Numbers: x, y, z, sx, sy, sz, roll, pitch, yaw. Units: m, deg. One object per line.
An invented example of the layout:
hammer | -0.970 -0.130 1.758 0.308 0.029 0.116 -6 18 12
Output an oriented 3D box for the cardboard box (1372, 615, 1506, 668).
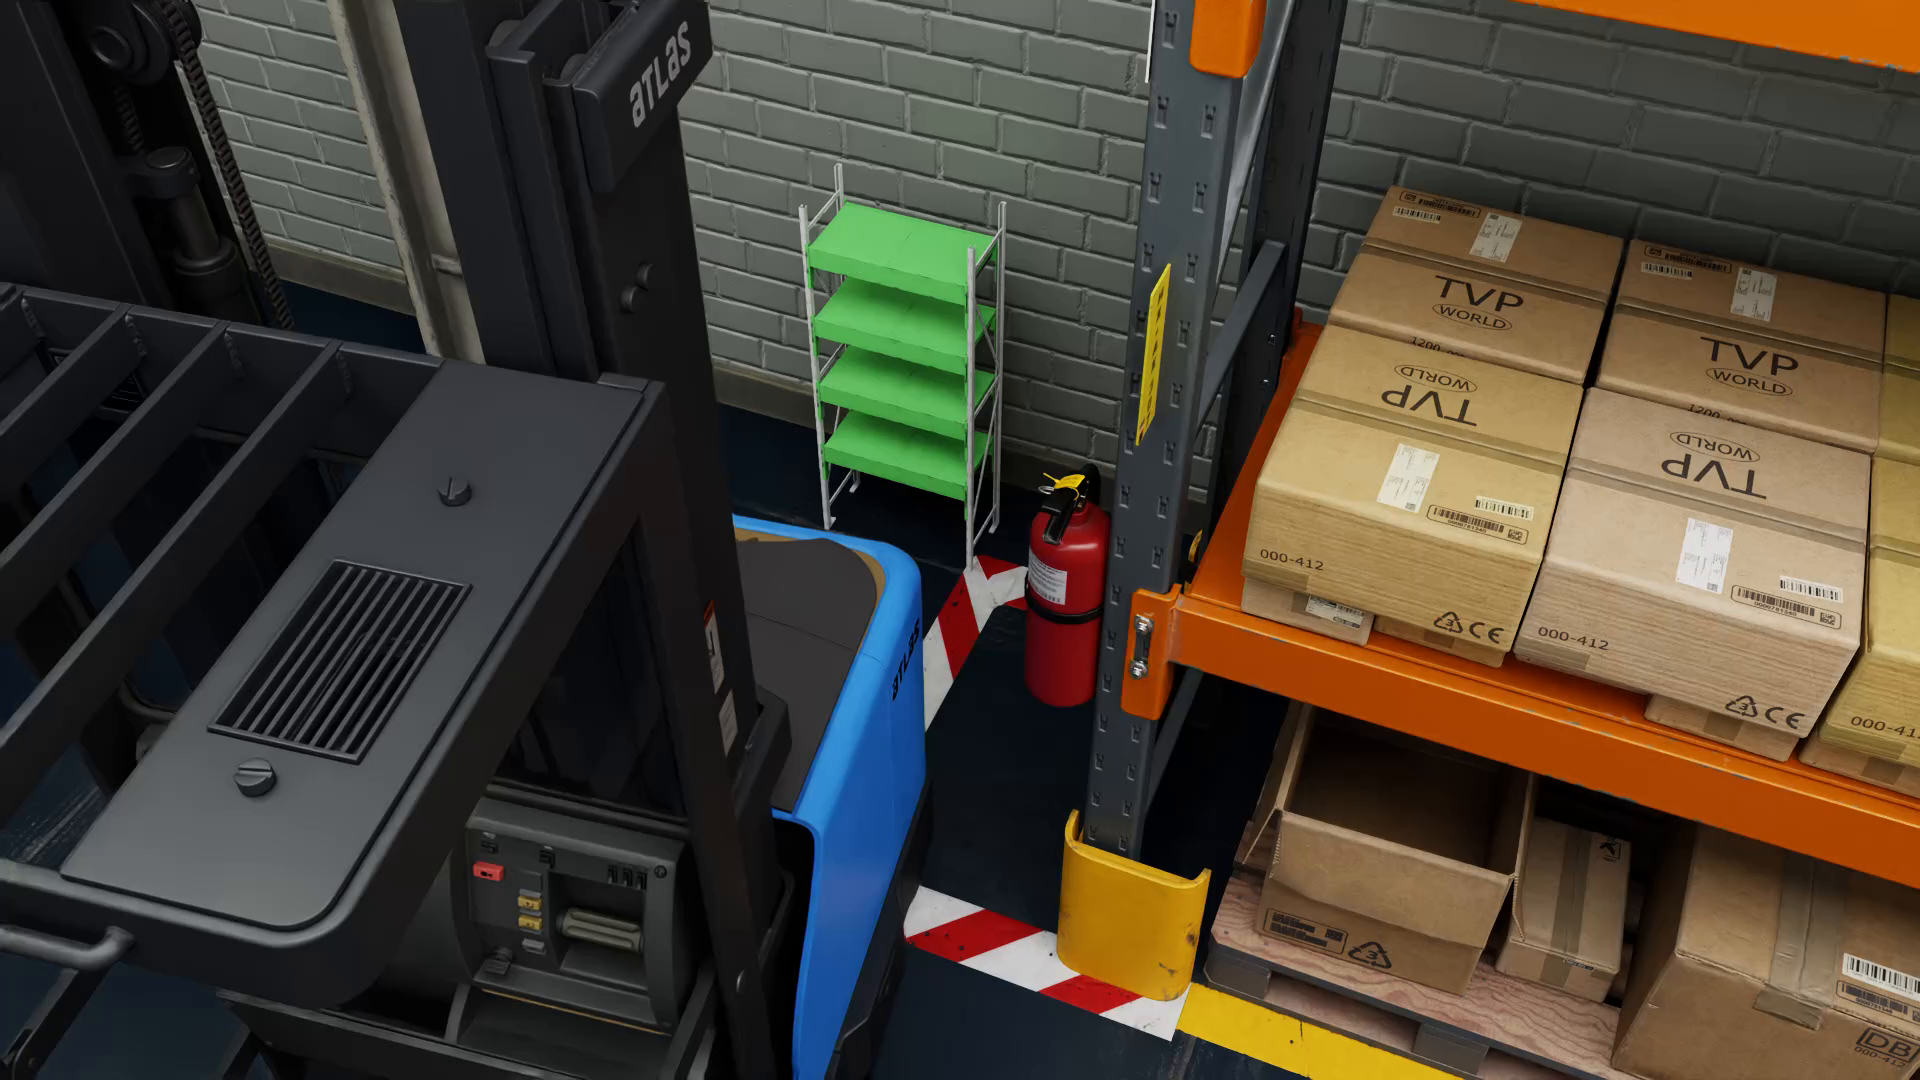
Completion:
cardboard box | 0.987 0.039 3.263 0.250 0.149 0.380 17 47 17

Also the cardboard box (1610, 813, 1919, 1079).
cardboard box | 1.839 0.865 3.728 0.500 0.500 0.700 18 48 17

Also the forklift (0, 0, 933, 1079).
forklift | -0.937 0.660 2.508 1.130 2.935 3.031 10 46 10

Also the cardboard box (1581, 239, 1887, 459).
cardboard box | 1.539 -0.317 3.337 0.500 0.250 0.500 17 47 16

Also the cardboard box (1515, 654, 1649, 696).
cardboard box | 1.243 0.087 3.214 0.250 0.149 0.380 16 47 15

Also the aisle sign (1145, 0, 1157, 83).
aisle sign | 0.361 -1.106 2.392 0.004 0.787 0.394 16 47 16

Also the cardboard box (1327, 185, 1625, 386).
cardboard box | 1.064 -0.457 3.478 0.500 0.250 0.500 18 48 17

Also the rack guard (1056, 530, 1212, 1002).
rack guard | 0.607 0.549 4.343 0.348 0.500 1.175 16 47 16

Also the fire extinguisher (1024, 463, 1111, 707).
fire extinguisher | 0.223 0.063 3.379 0.183 0.674 0.296 16 47 16

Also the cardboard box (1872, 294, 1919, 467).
cardboard box | 1.994 -0.179 3.199 0.500 0.250 0.500 18 48 17

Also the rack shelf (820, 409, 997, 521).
rack shelf | -0.153 -0.255 5.086 0.480 0.148 0.258 16 47 16

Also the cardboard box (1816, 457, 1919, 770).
cardboard box | 1.786 0.161 2.857 0.500 0.250 0.500 16 47 15

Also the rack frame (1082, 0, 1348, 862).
rack frame | 0.537 -0.357 3.482 0.127 3.000 1.000 16 47 16

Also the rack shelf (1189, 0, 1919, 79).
rack shelf | 2.383 -0.622 2.132 4.000 0.370 1.077 16 47 16

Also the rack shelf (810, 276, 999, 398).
rack shelf | -0.153 -0.595 4.748 0.480 0.148 0.258 16 47 16

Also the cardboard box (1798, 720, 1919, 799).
cardboard box | 1.700 0.264 3.036 0.250 0.149 0.380 17 47 16

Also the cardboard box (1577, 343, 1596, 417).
cardboard box | 1.434 -0.228 3.530 0.250 0.149 0.380 15 47 15

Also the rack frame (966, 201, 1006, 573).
rack frame | 0.072 -0.404 4.805 0.015 1.200 0.240 16 47 16

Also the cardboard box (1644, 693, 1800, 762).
cardboard box | 1.453 0.196 3.105 0.250 0.149 0.380 18 48 17

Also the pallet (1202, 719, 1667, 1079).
pallet | 1.343 0.868 4.228 1.213 0.211 1.003 16 47 16

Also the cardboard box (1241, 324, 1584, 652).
cardboard box | 0.852 -0.111 3.130 0.500 0.250 0.500 17 47 16

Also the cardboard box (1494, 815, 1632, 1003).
cardboard box | 1.442 0.873 3.969 0.250 0.149 0.380 15 47 14

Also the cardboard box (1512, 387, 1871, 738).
cardboard box | 1.317 0.026 2.993 0.500 0.250 0.500 17 47 16

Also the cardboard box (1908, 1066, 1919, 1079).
cardboard box | 2.288 1.074 3.519 0.500 0.500 0.500 17 47 17

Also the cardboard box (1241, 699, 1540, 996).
cardboard box | 1.065 0.607 3.986 0.637 0.503 0.797 15 47 14

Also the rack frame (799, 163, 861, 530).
rack frame | -0.378 -0.537 4.939 0.015 1.200 0.240 16 47 16

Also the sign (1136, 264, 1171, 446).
sign | 0.328 -0.311 2.822 0.005 0.325 0.100 16 47 16

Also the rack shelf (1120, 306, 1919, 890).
rack shelf | 2.383 0.441 3.190 4.000 0.370 1.077 16 47 16

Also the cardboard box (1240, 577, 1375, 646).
cardboard box | 0.735 0.000 3.302 0.250 0.149 0.380 16 47 16

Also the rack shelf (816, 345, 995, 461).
rack shelf | -0.153 -0.425 4.917 0.480 0.148 0.258 16 47 16

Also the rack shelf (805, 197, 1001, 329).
rack shelf | -0.153 -0.765 4.579 0.480 0.148 0.258 16 47 16

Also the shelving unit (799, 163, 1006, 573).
shelving unit | -0.153 -0.470 4.872 0.503 1.200 0.258 16 47 16
